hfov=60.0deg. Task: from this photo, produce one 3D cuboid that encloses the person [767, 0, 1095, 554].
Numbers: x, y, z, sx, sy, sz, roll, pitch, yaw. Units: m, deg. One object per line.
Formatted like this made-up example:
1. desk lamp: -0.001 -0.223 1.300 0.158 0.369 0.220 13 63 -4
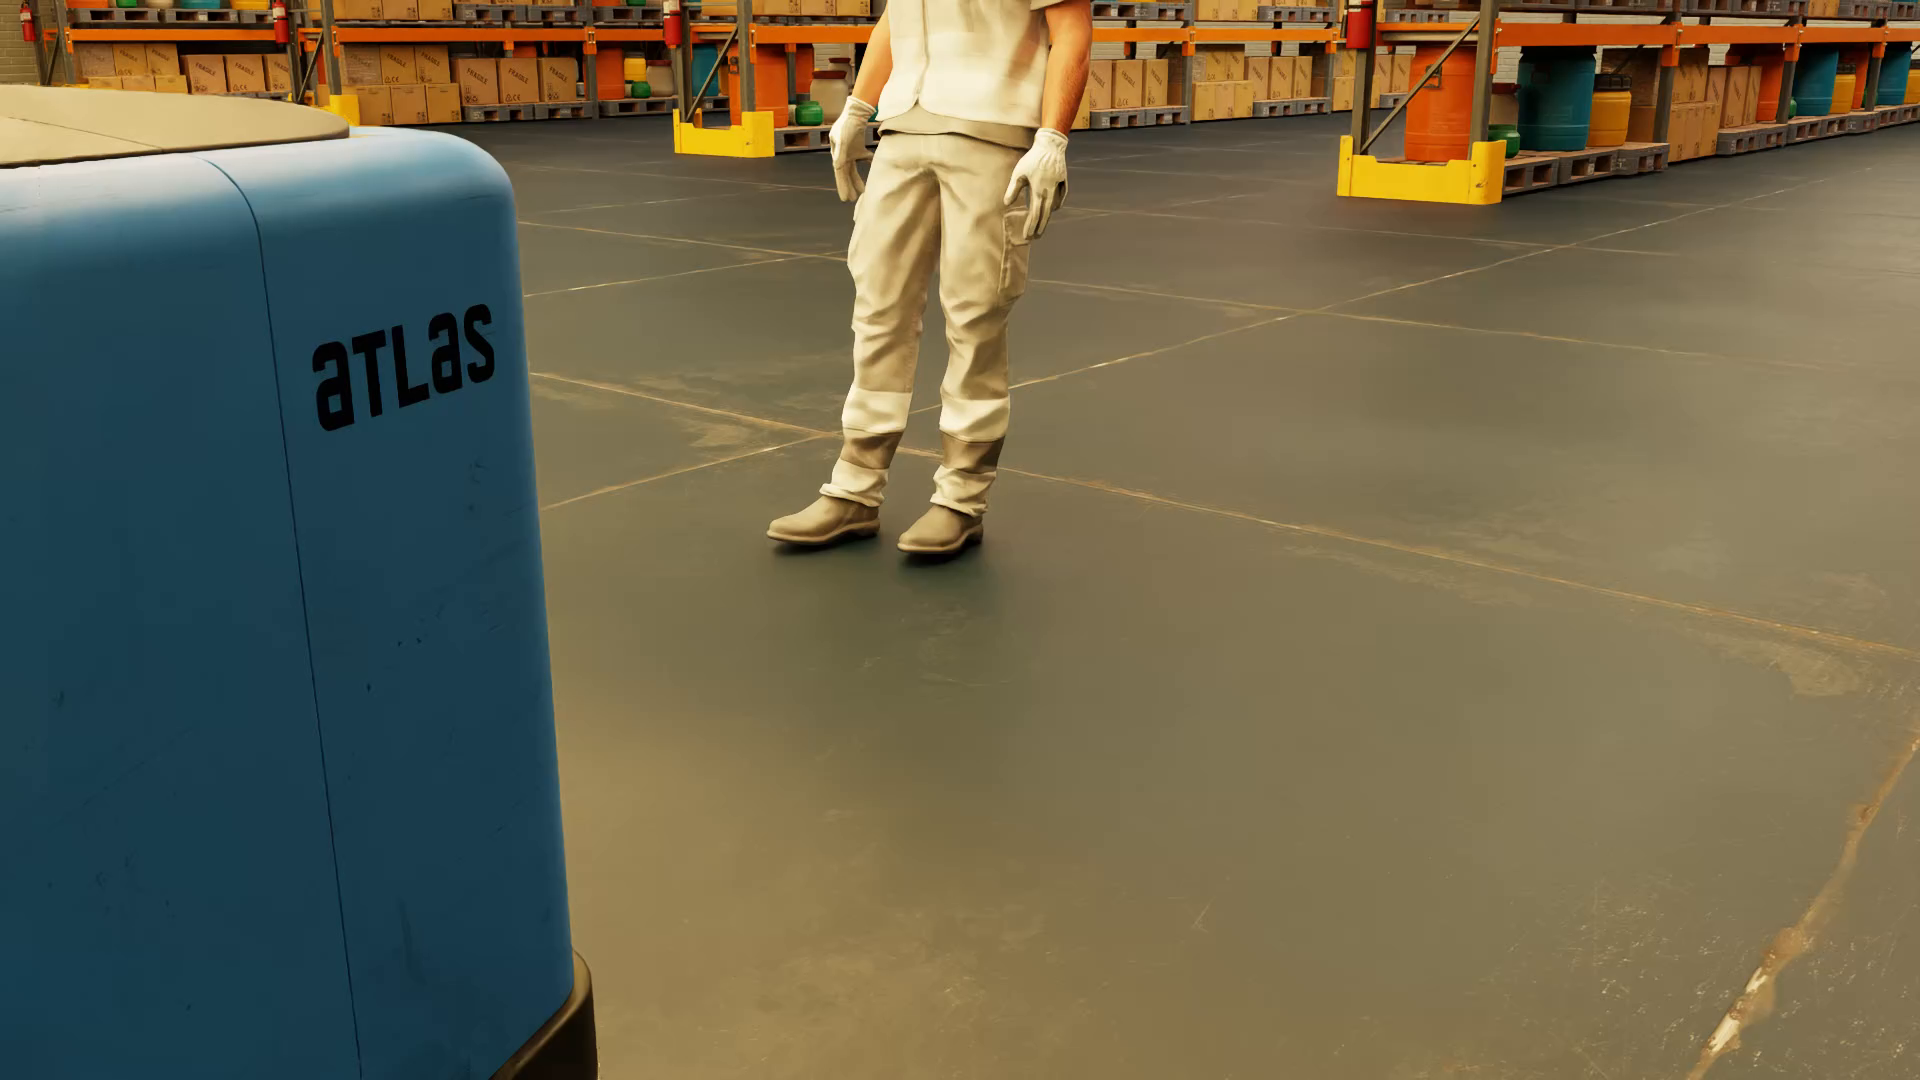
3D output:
1. person: -0.061 -0.848 3.629 0.637 1.787 0.564 13 21 37
